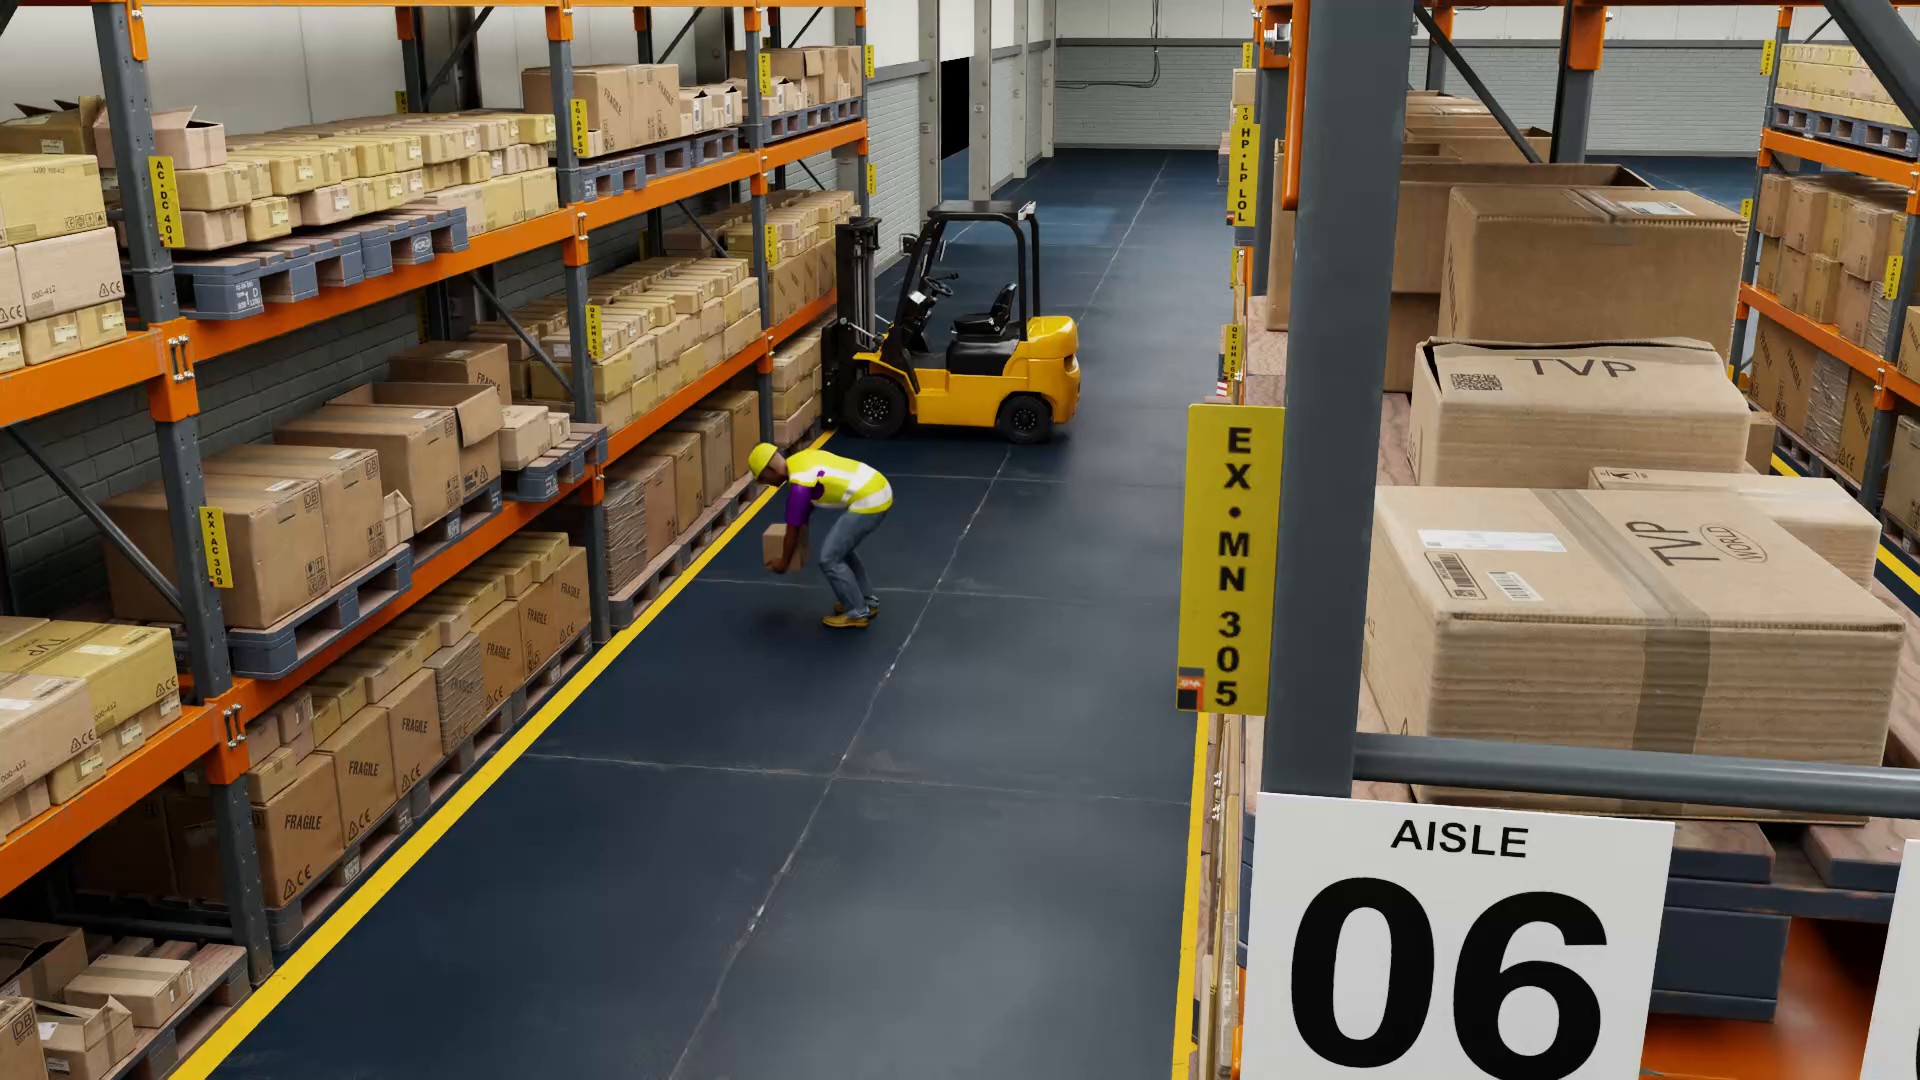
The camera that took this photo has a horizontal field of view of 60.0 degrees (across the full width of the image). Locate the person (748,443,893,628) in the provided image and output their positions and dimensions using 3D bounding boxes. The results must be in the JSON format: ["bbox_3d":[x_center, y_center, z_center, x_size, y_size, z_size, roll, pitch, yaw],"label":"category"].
[{"bbox_3d":[-0.923,-0.046,11.065,0.950,1.208,0.499,2,18,6],"label":"person"}]
